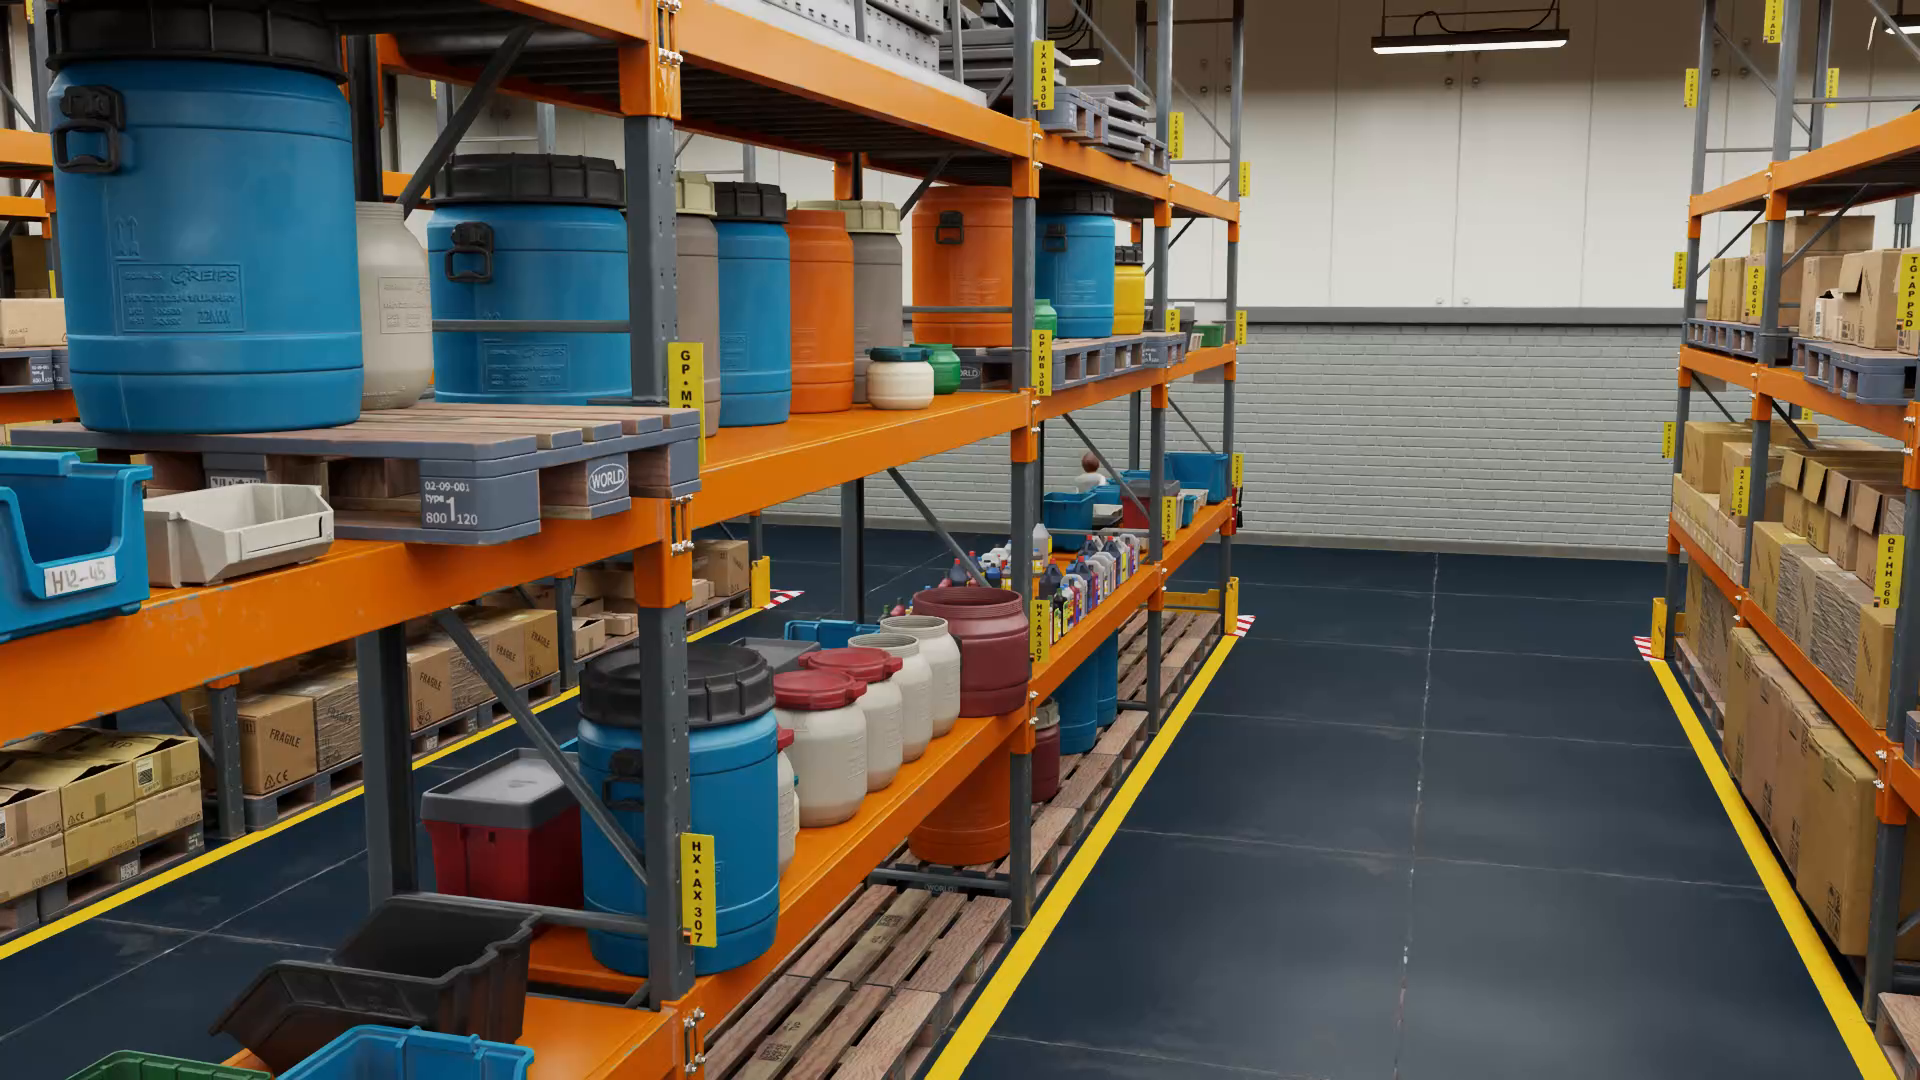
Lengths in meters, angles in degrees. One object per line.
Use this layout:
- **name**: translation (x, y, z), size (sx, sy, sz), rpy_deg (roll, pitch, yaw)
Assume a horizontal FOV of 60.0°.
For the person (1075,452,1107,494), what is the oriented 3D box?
- **person**: translation (1.491, -0.158, 17.837), size (0.469, 1.593, 0.515), rpy_deg (6, 10, 33)
